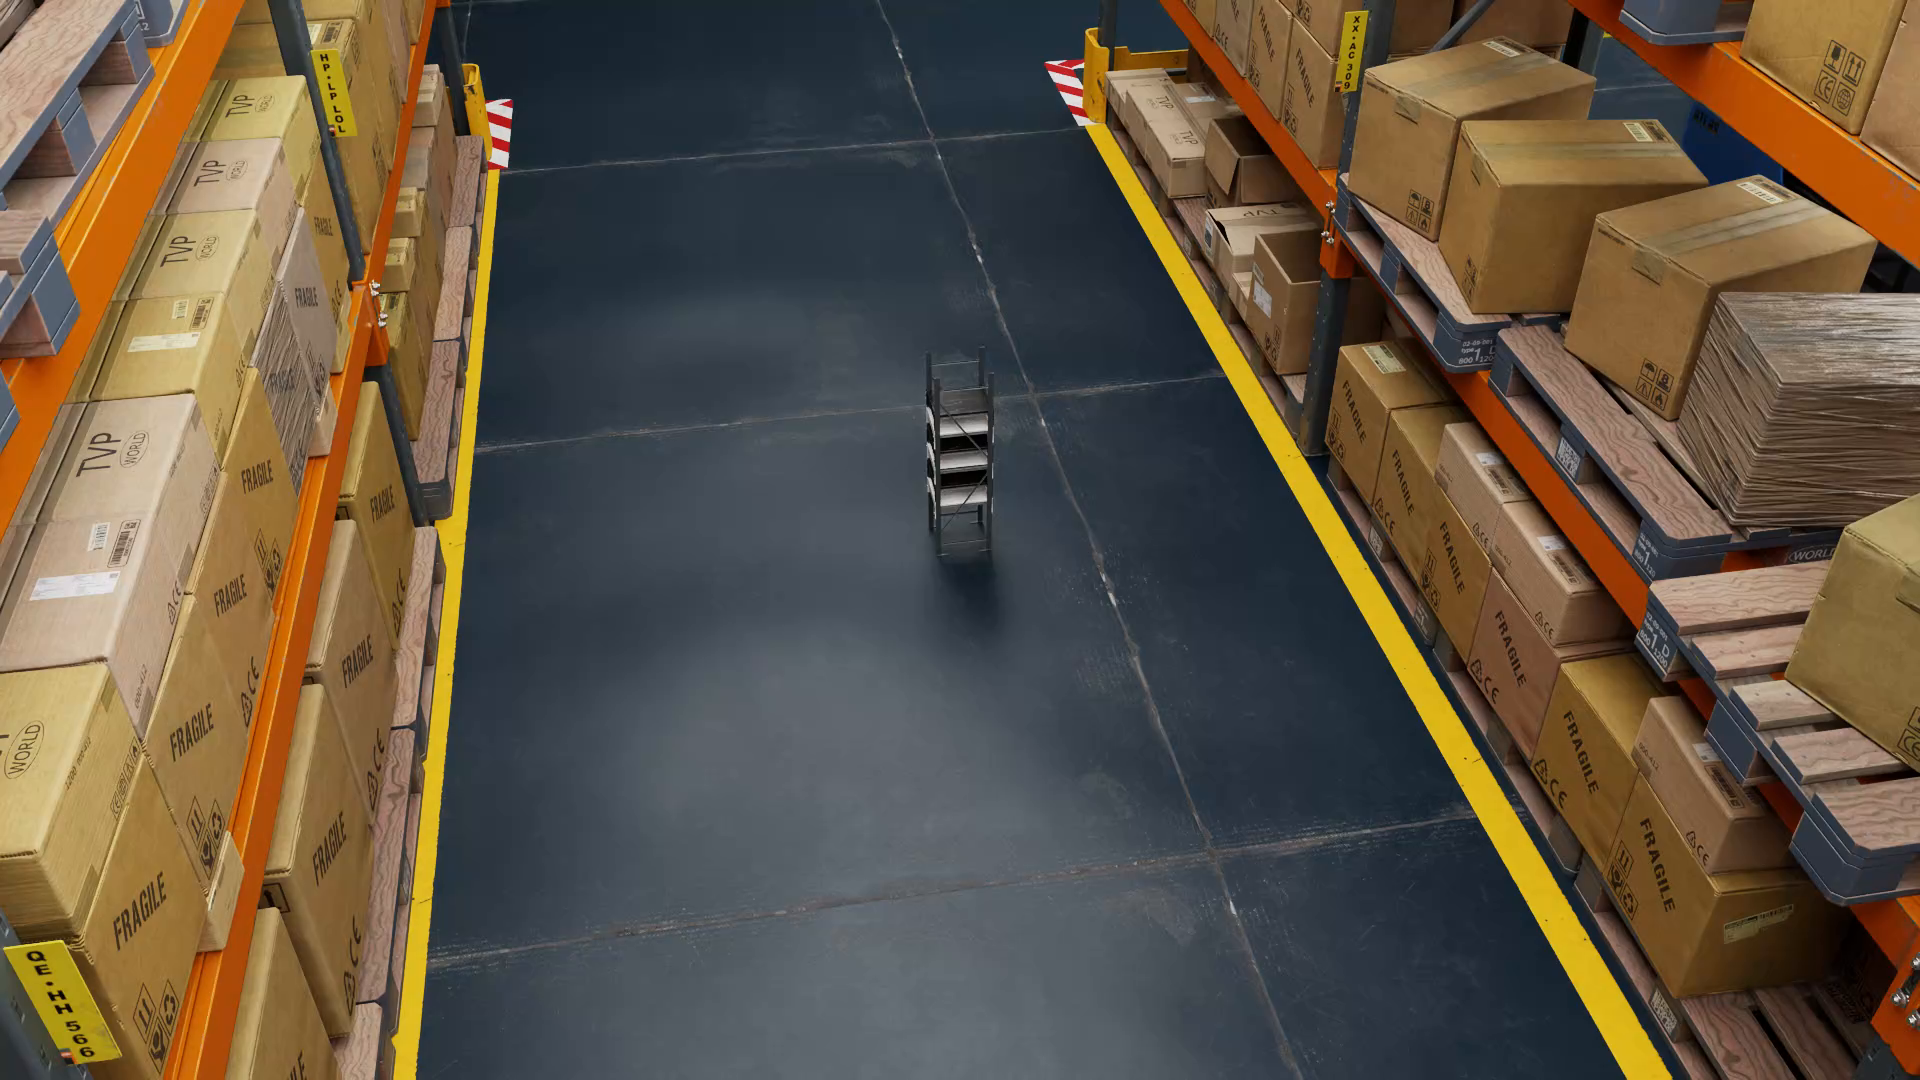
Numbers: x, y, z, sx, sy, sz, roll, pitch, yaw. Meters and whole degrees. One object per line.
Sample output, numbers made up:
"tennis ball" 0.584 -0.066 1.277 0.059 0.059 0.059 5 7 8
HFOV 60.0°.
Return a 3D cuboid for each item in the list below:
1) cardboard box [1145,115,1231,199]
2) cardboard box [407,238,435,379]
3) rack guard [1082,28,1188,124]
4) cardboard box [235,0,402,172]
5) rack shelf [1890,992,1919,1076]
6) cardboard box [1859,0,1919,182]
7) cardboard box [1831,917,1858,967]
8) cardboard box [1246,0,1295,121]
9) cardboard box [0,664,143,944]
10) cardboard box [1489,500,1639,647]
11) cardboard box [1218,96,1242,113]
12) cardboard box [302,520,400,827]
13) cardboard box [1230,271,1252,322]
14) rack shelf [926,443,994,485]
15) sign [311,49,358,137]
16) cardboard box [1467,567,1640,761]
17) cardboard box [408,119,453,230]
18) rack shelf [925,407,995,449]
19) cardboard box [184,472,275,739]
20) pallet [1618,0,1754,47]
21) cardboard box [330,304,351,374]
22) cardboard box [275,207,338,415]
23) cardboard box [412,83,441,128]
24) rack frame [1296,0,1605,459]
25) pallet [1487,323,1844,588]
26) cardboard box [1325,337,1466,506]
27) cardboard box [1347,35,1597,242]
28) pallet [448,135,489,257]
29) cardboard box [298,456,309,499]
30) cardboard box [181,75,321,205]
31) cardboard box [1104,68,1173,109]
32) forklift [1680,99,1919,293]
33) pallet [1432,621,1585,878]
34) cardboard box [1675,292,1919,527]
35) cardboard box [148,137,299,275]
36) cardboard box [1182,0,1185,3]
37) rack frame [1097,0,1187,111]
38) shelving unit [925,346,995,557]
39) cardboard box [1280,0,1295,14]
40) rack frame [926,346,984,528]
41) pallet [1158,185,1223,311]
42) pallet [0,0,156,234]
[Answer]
"cardboard box" 1.375 -2.195 9.513 0.500 0.250 0.500 -6 38 -8
"cardboard box" -2.906 -1.064 7.870 0.700 0.500 0.500 -7 38 -8
"rack guard" 1.397 -3.037 10.751 1.175 0.500 0.348 -6 38 -8
"cardboard box" -2.993 -2.008 7.145 0.980 0.700 0.700 -7 38 -9
"rack shelf" 3.137 2.254 2.490 1.077 0.370 4.000 -6 38 -8
"cardboard box" 2.587 -1.030 3.604 0.910 0.500 0.500 -6 38 -8
"cardboard box" 2.890 0.954 5.256 0.500 0.500 0.500 -8 38 -10
"cardboard box" 1.653 -2.279 7.657 0.500 0.500 0.500 -5 38 -7
"cardboard box" -1.921 0.517 3.188 0.500 0.250 0.500 -5 38 -7
"cardboard box" 2.194 0.089 5.758 0.500 0.250 0.500 -7 38 -9
"cardboard box" 1.704 -2.568 10.062 0.380 0.166 0.250 -6 38 -8
"cardboard box" -2.391 0.480 5.598 0.750 0.750 0.750 -5 38 -7
"cardboard box" 1.581 -1.235 8.360 0.380 0.149 0.250 -6 38 -8
"rack shelf" -0.001 -0.334 7.001 0.258 0.077 0.200 -6 38 -8
"sign" -2.259 -1.609 5.997 0.100 0.325 0.005 -6 38 -8
"cardboard box" 2.203 0.407 5.960 0.500 0.500 0.500 -8 38 -10
"cardboard box" -3.184 -1.999 9.074 0.700 0.500 0.500 -6 38 -8
"rack shelf" -0.001 -0.476 6.890 0.258 0.077 0.200 -6 38 -8
"cardboard box" -2.092 0.194 4.215 0.500 0.500 0.500 -6 38 -8
"pallet" 2.315 -1.737 4.749 1.213 0.211 1.003 -6 38 -8
"cardboard box" -2.386 -0.704 5.899 0.380 0.149 0.250 -6 38 -7
"cardboard box" -2.363 -0.725 5.398 0.500 0.500 0.500 -6 38 -8
"cardboard box" -3.024 -2.345 8.990 0.380 0.149 0.250 -5 38 -7
"rack frame" 2.085 -1.654 6.934 1.000 3.000 0.127 -6 38 -8
"pallet" 2.441 -0.336 5.394 1.003 0.211 1.213 -6 38 -8
"cardboard box" 1.930 -0.522 7.156 0.500 0.500 0.500 -8 39 -10
"cardboard box" 1.948 -1.549 6.375 0.700 0.500 0.500 -19 42 -23
"pallet" -3.275 -1.959 9.600 1.003 0.211 1.213 -6 38 -8
"cardboard box" -2.303 -0.234 5.295 0.380 0.149 0.250 -6 38 -8
"cardboard box" -2.458 -1.325 5.559 0.500 0.250 0.500 -5 38 -7
"cardboard box" 1.119 -2.828 10.410 0.380 0.149 0.250 -6 38 -8
"forklift" 4.602 -1.872 7.271 1.130 2.935 3.031 -8 39 -10
"pallet" 2.482 0.673 6.212 1.003 0.211 1.213 -6 38 -8
"cardboard box" 2.593 -0.384 4.876 0.700 0.500 0.500 0 38 1
"cardboard box" -2.377 -1.015 5.160 0.500 0.250 0.500 -5 38 -7
"cardboard box" 1.383 -3.198 8.840 0.500 0.500 0.500 -6 38 -8
"rack frame" 1.384 -4.070 10.044 1.000 3.000 0.127 -6 38 -8
"shelving unit" -0.001 -0.360 6.980 0.258 0.900 0.210 -6 38 -8
"cardboard box" 1.649 -2.675 7.352 0.500 0.500 0.500 -7 38 -9
"rack frame" -0.019 -0.422 7.059 0.240 0.900 0.006 -6 38 -8
"pallet" 1.748 -1.706 9.274 1.003 0.211 1.213 -6 38 -8
"pallet" -2.454 -0.871 3.635 1.003 0.211 1.213 -5 38 -6
